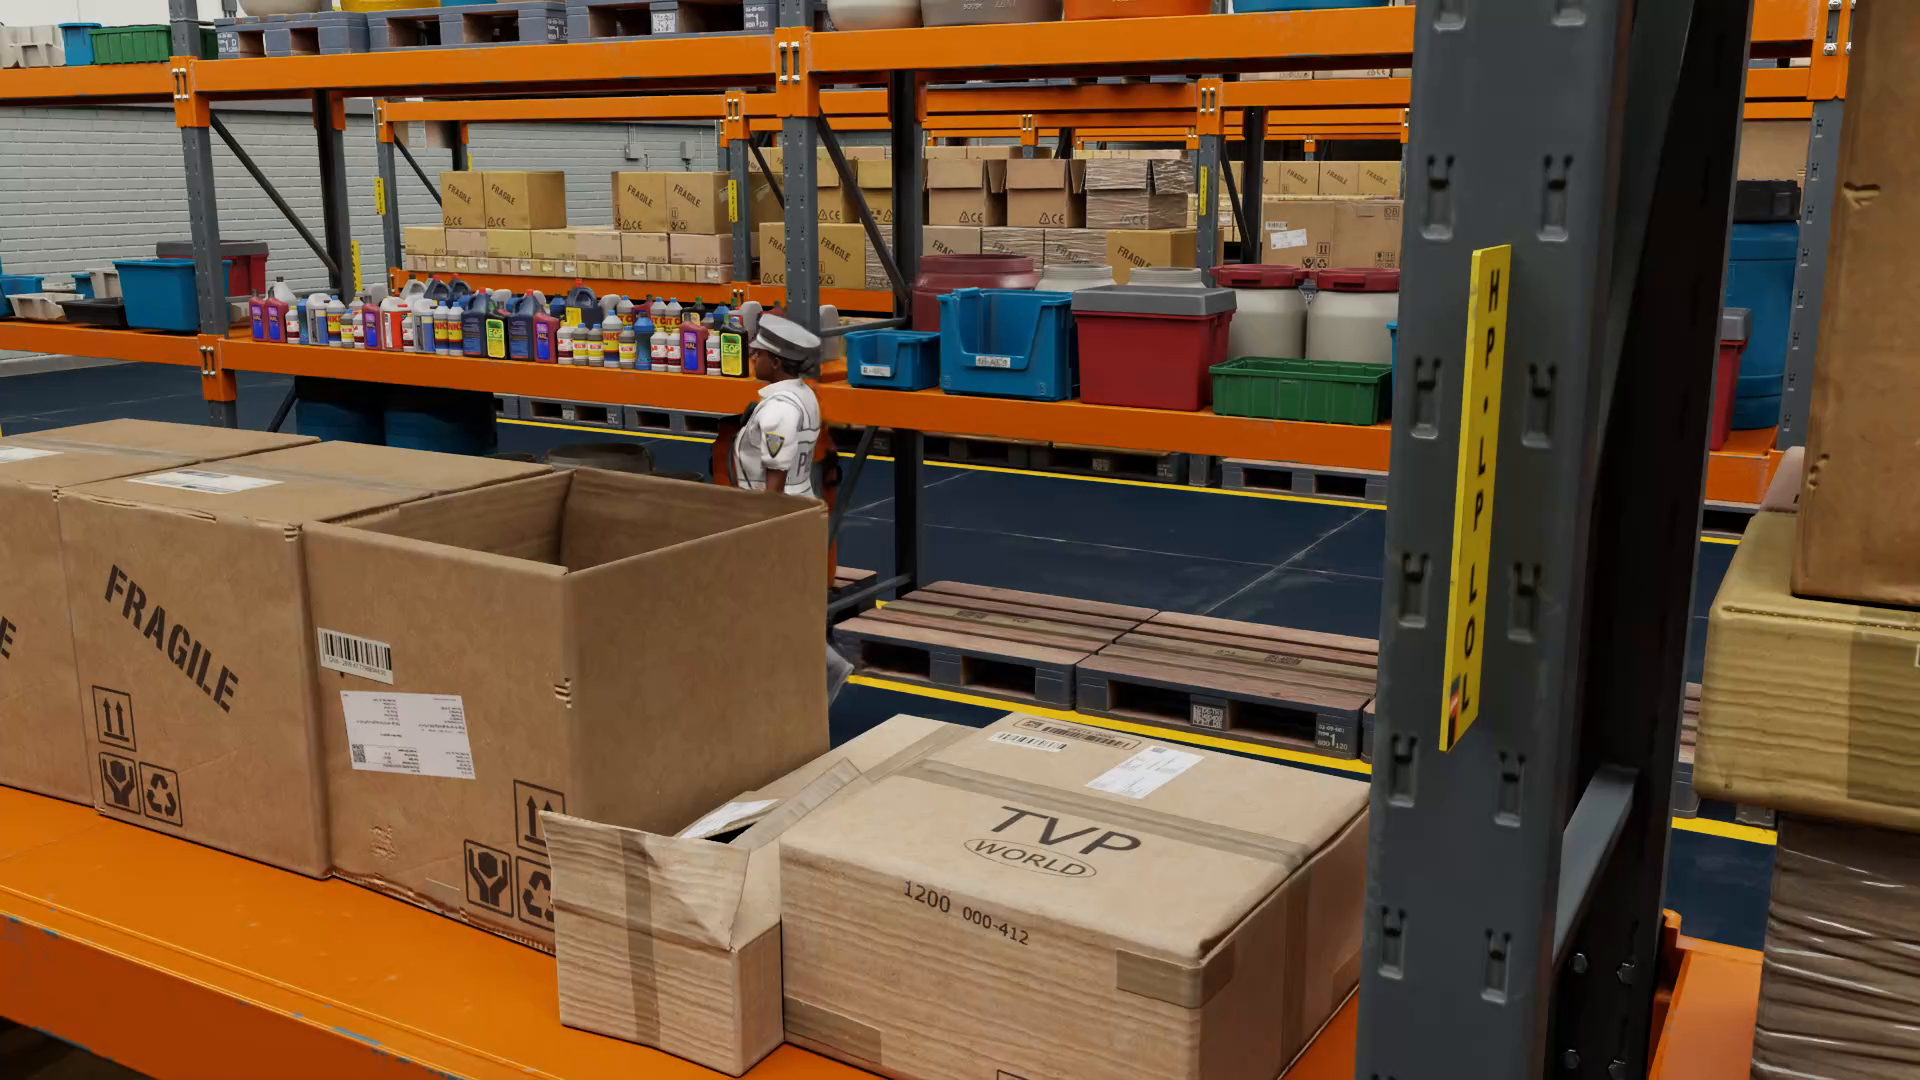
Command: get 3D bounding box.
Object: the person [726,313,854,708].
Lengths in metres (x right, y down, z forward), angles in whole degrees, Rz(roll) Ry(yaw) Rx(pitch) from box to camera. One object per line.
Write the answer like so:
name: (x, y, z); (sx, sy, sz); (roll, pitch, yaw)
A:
person: (-0.681, -0.044, 6.499); (0.489, 1.679, 0.443); (1, 13, 5)
